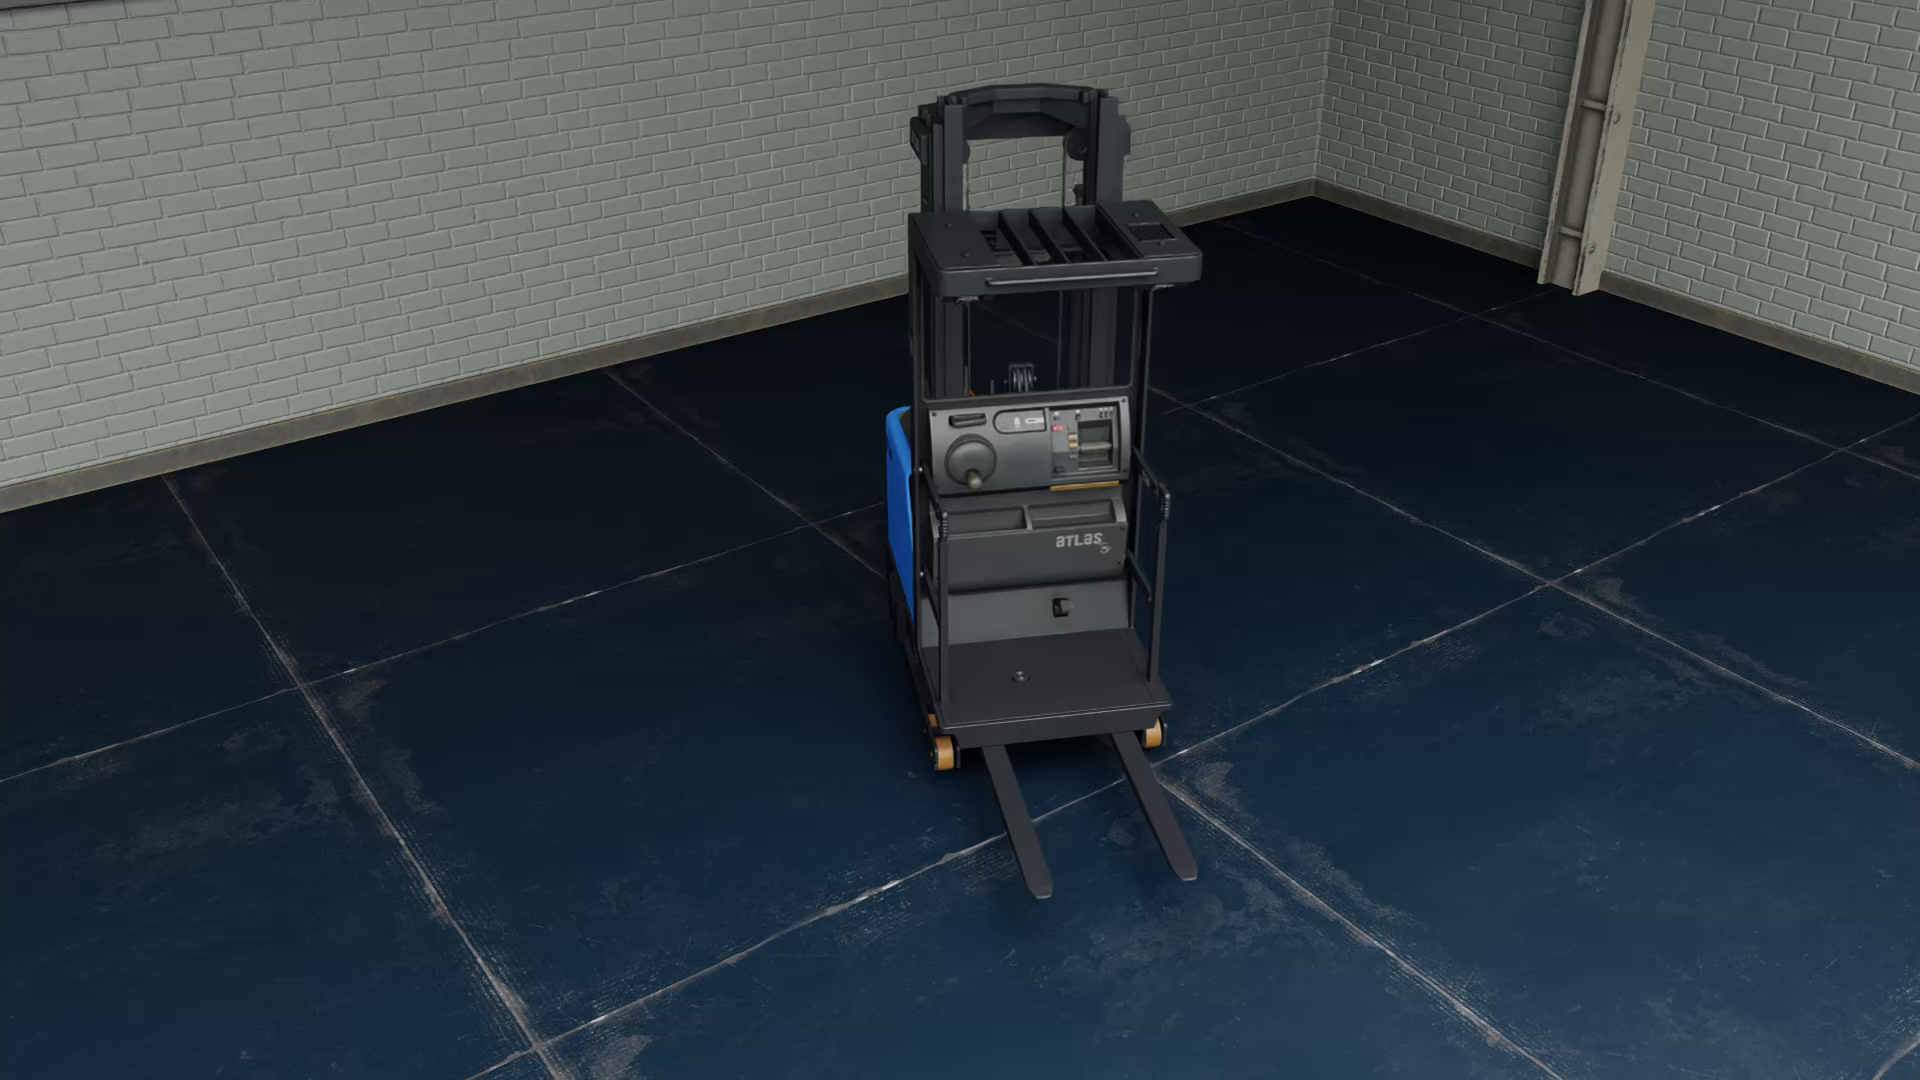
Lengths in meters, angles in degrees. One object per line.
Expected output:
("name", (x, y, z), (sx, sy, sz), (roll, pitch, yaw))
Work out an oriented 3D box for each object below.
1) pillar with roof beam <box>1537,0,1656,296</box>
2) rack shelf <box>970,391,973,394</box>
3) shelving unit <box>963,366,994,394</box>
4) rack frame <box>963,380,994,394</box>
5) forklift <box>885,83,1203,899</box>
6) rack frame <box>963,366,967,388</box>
("pillar with roof beam", (1.460, -4.842, 9.237), (9.100, 9.000, 0.400), (-19, 34, -31))
("rack shelf", (0.031, -0.681, 9.331), (0.215, 0.259, 0.240), (-19, 34, -31))
("shelving unit", (0.031, -0.441, 9.461), (0.215, 1.050, 0.252), (-19, 34, -31))
("rack frame", (0.102, -0.393, 9.374), (0.200, 1.050, 0.008), (-19, 34, -31))
("forklift", (0.363, -0.399, 7.414), (1.130, 2.935, 3.031), (-5, 29, -9))
("rack frame", (-0.040, -0.488, 9.548), (0.200, 1.050, 0.008), (-19, 34, -31))
